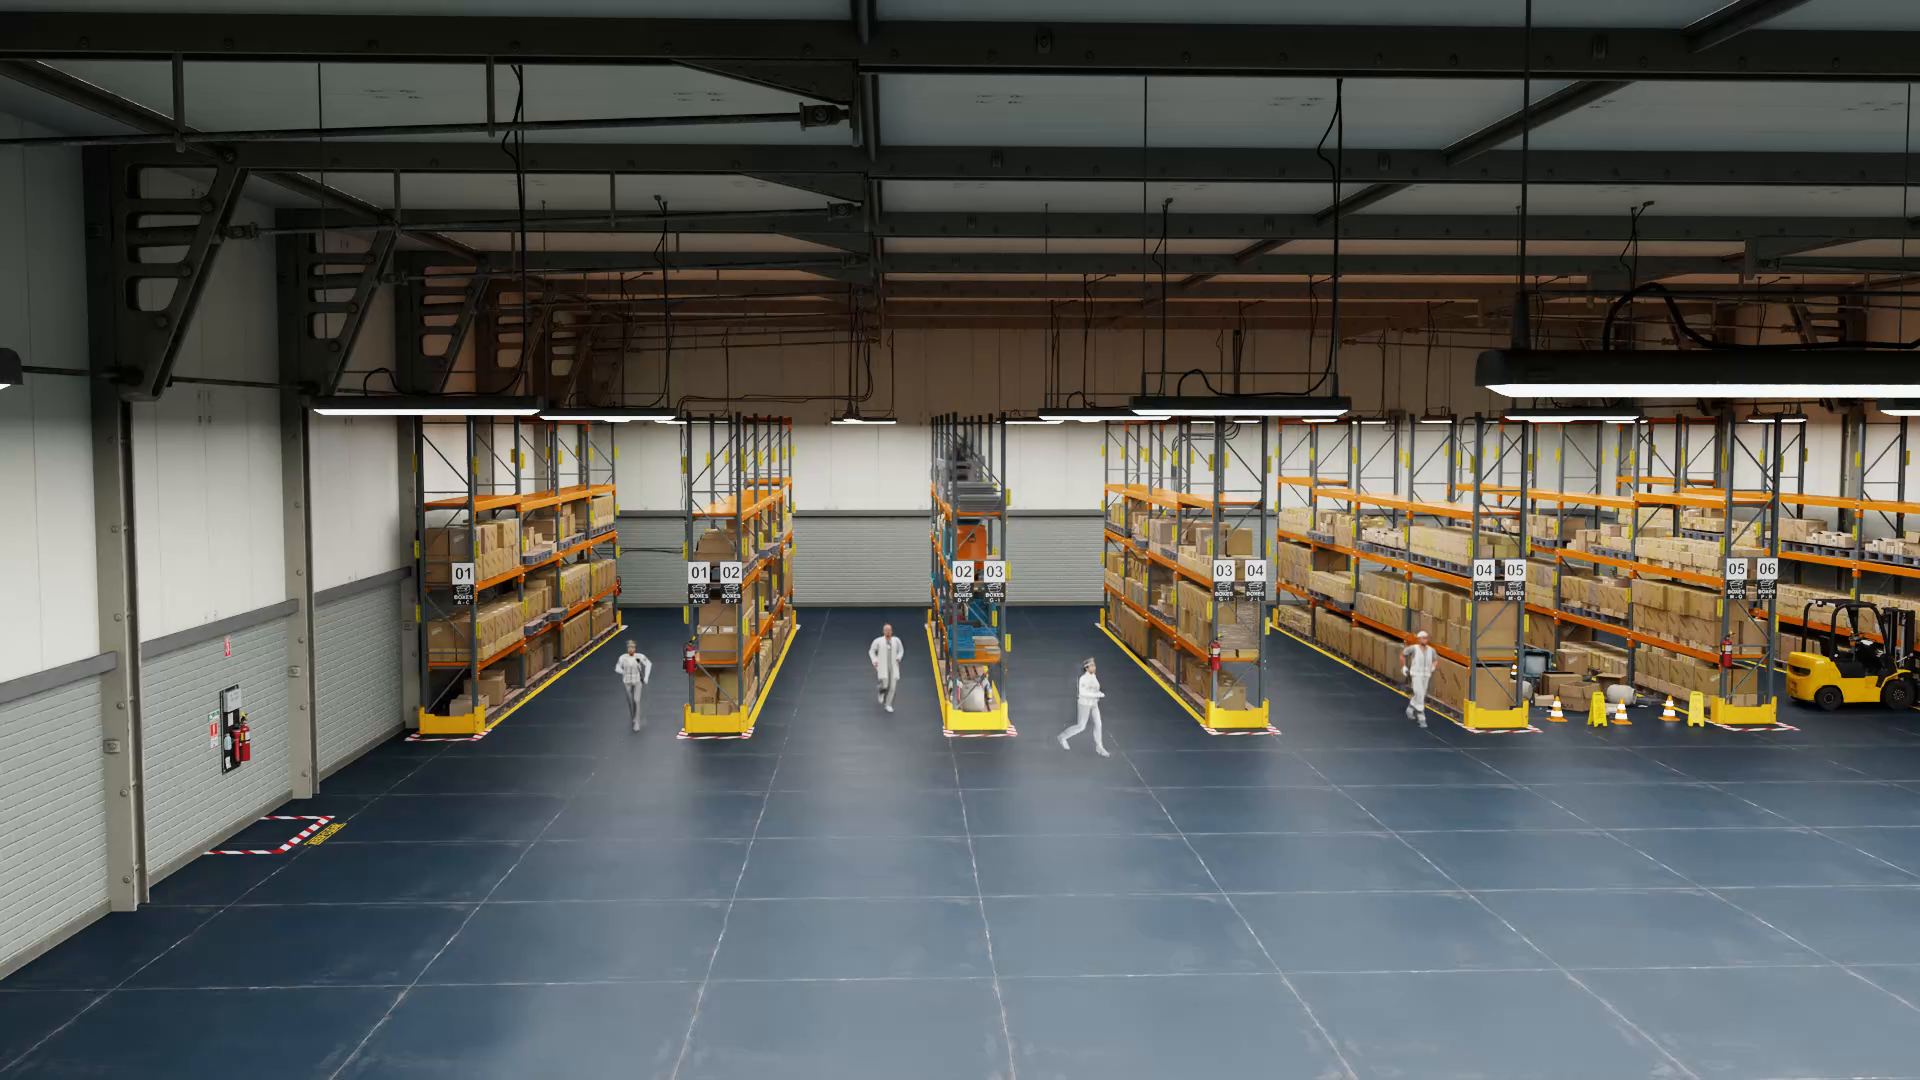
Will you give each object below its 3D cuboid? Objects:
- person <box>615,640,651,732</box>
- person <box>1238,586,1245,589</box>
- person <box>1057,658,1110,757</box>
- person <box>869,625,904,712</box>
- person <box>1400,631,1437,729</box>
[{"bbox_3d":[-6.214,2.743,31.606,0.635,1.721,0.810,0,4,1],"label":"person"},{"bbox_3d":[7.865,1.726,46.607,0.579,1.676,0.861,0,4,-2],"label":"person"},{"bbox_3d":[2.191,2.905,29.064,0.935,1.702,0.623,2,5,31],"label":"person"},{"bbox_3d":[-1.466,2.584,33.611,0.709,1.727,0.640,-1,4,-16],"label":"person"},{"bbox_3d":[8.854,2.654,31.971,0.675,1.823,0.899,-1,4,-16],"label":"person"}]
